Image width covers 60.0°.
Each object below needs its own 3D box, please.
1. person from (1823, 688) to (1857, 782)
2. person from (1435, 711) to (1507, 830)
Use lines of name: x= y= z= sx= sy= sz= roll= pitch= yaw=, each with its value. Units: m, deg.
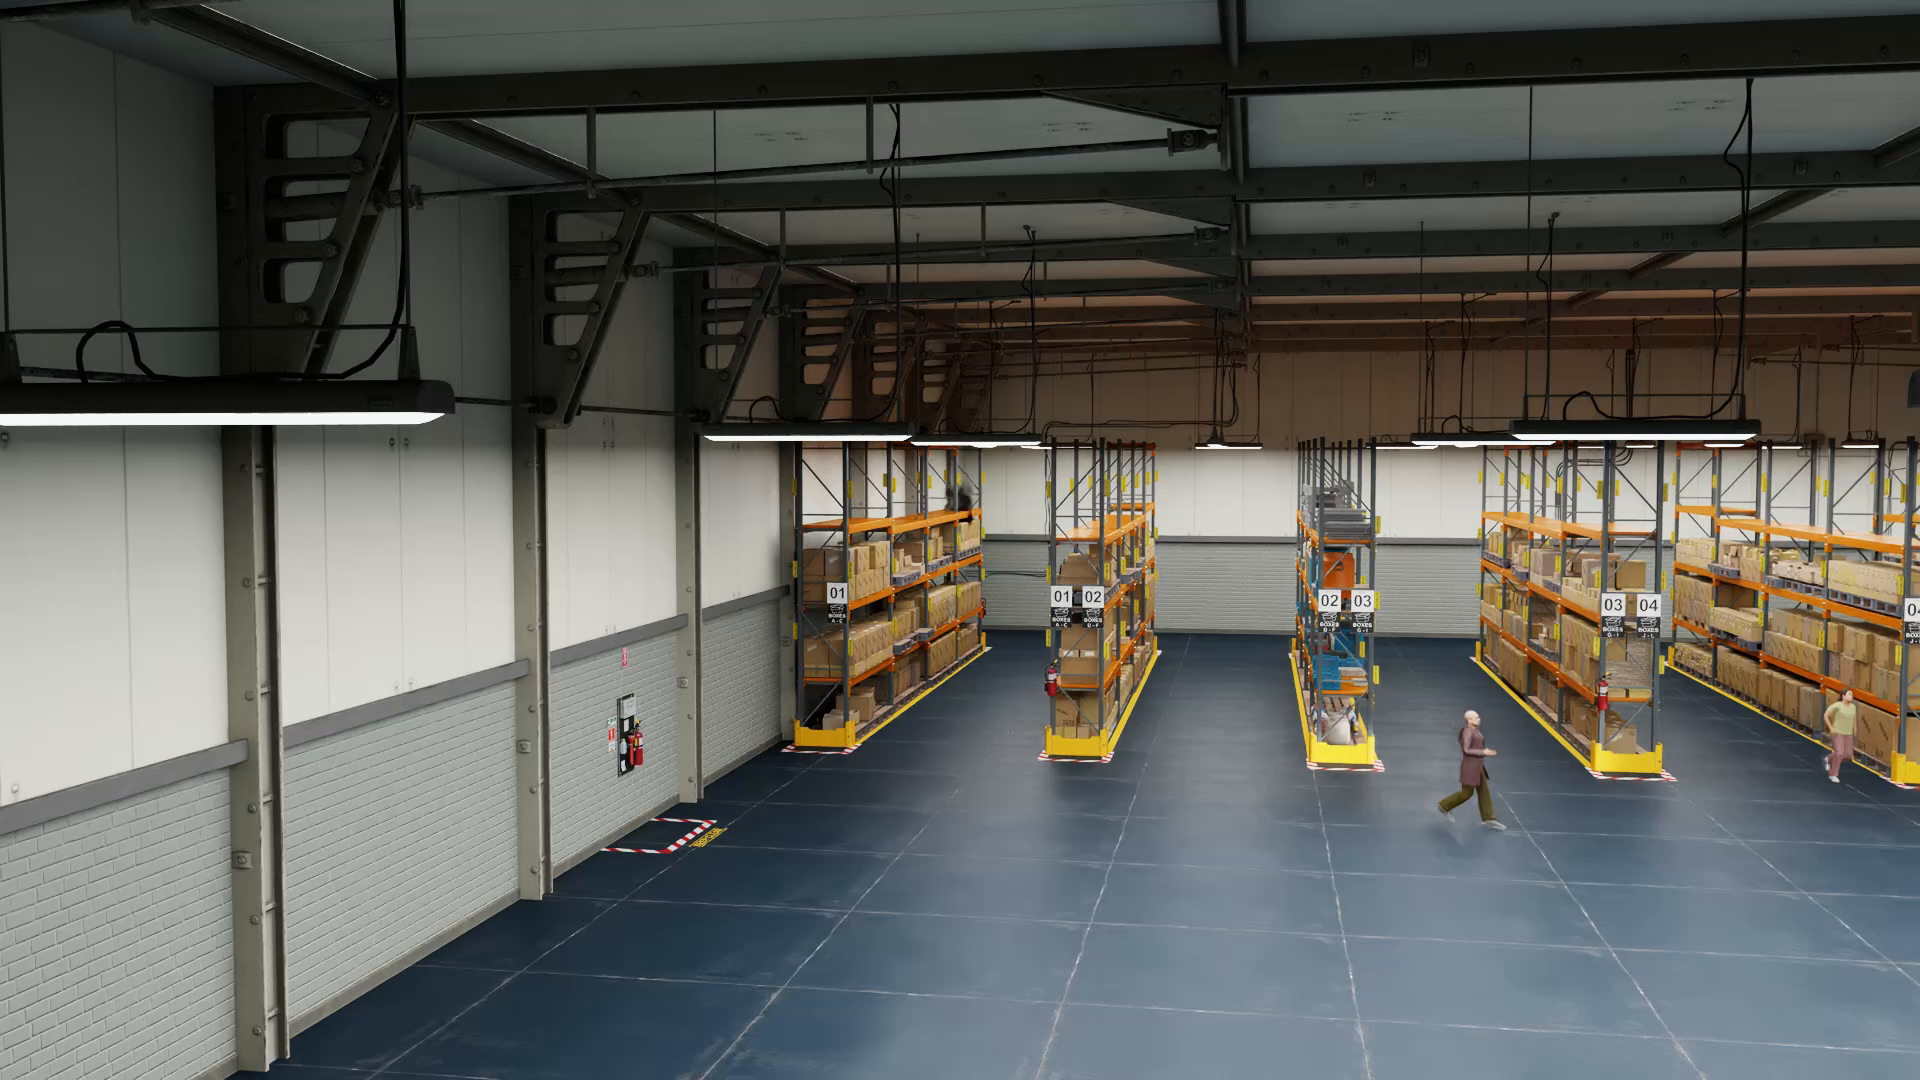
person: x=15.403 y=3.389 z=29.091 sx=0.621 sy=1.625 sz=0.566 roll=0 pitch=3 yaw=-7
person: x=7.760 y=3.475 z=25.241 sx=1.049 sy=1.781 sz=0.710 roll=2 pitch=4 yaw=31
